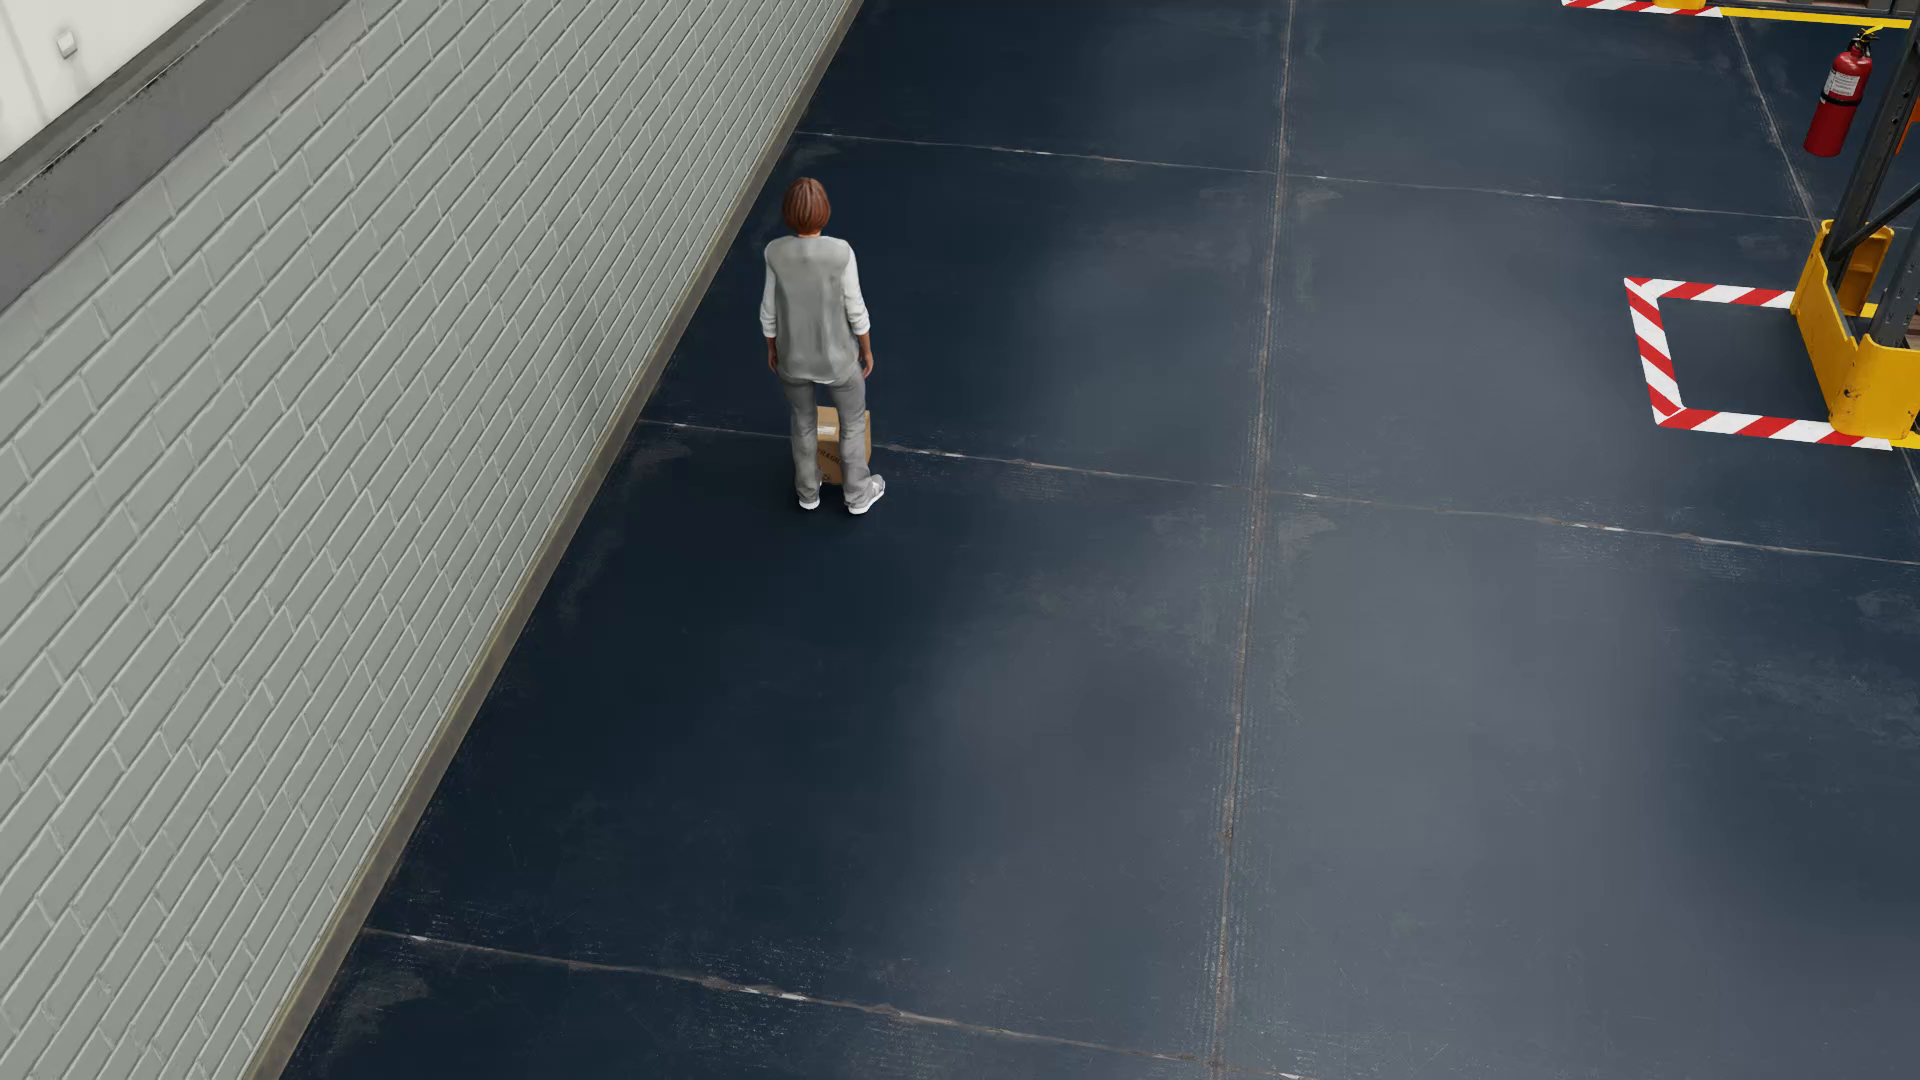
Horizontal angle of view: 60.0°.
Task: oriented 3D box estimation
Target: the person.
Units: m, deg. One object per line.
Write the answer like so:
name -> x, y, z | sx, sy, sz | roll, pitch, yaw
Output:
person -> -0.594, -0.781, 7.062 | 0.477, 1.591, 0.349 | 4, 41, 5
